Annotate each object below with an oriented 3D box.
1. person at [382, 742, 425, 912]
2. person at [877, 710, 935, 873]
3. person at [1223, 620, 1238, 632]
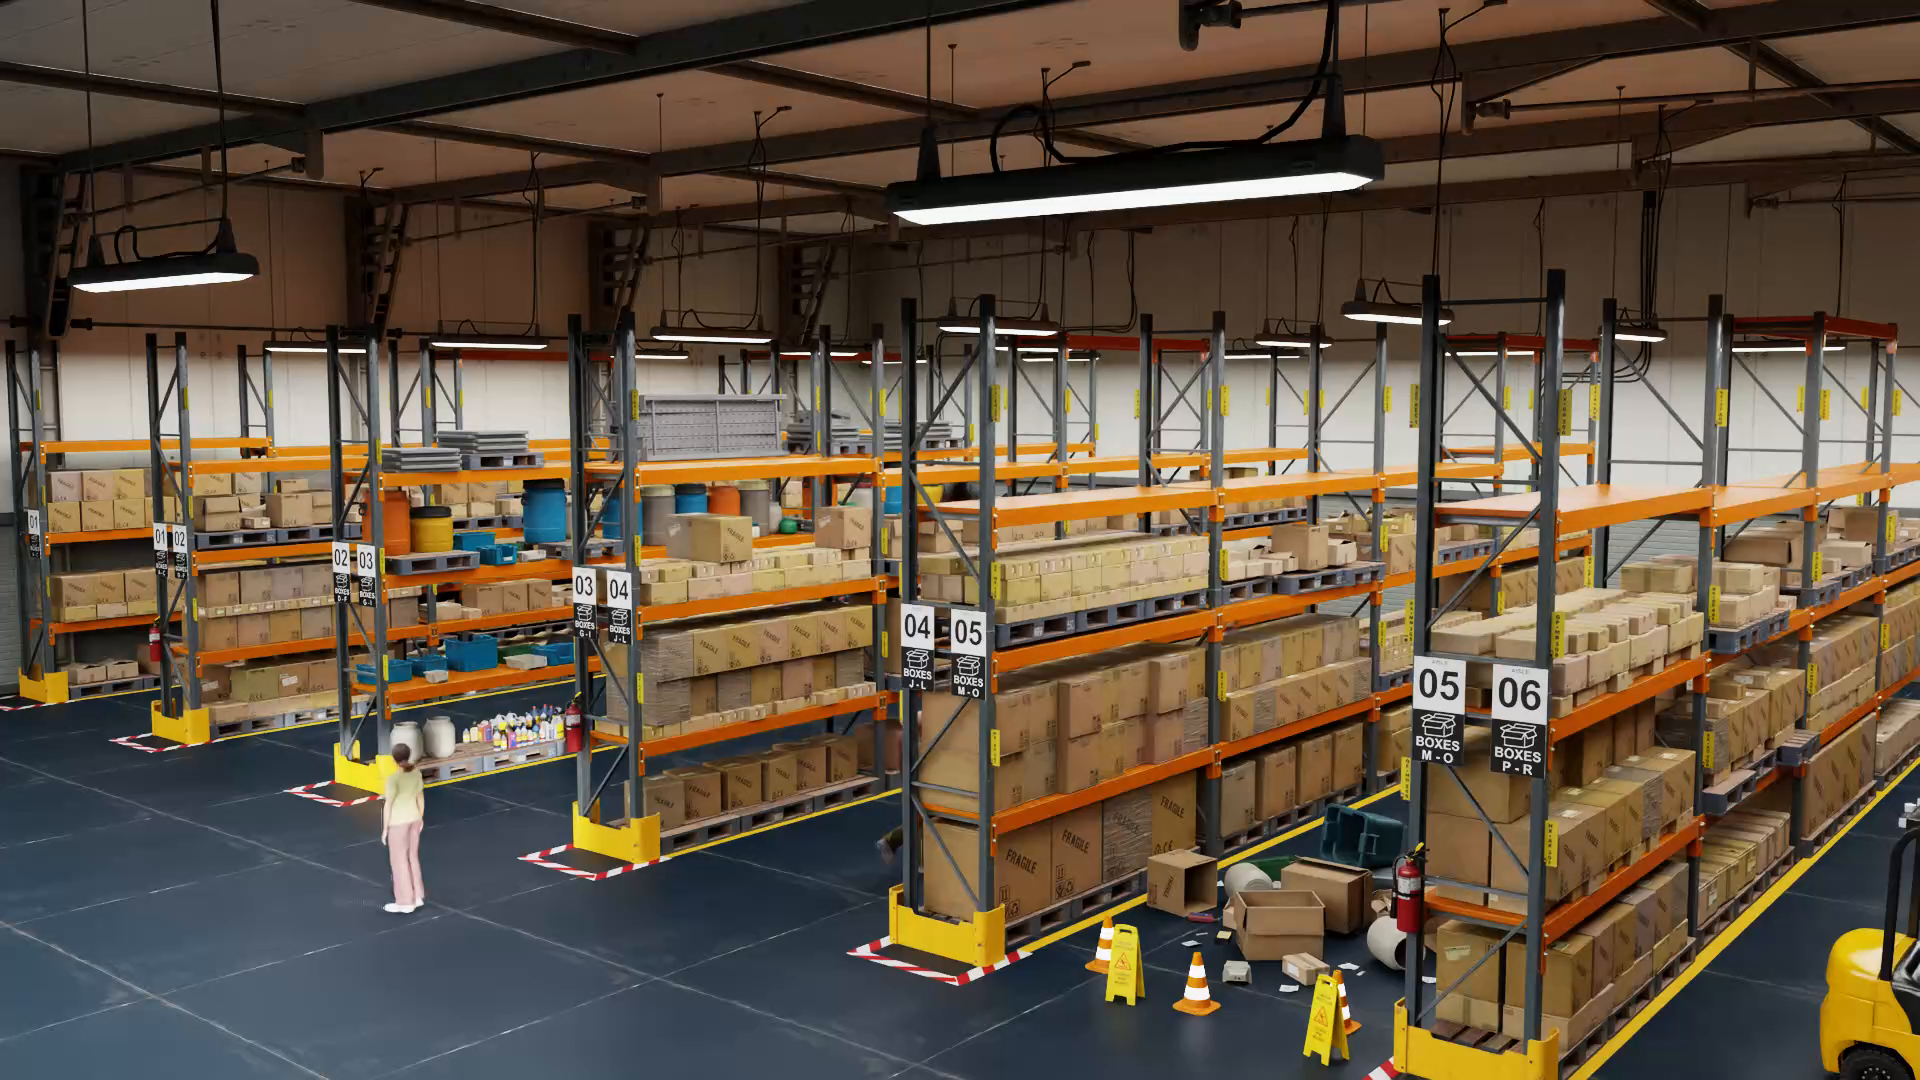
[{"bbox_3d":[-5.522,2.855,16.498,0.346,1.707,0.556,2,6,24],"label":"person"},{"bbox_3d":[-0.495,2.680,17.722,0.779,1.761,0.592,-2,5,-18],"label":"person"},{"bbox_3d":[4.189,1.999,25.873,0.545,1.673,1.034,4,6,37],"label":"person"}]
